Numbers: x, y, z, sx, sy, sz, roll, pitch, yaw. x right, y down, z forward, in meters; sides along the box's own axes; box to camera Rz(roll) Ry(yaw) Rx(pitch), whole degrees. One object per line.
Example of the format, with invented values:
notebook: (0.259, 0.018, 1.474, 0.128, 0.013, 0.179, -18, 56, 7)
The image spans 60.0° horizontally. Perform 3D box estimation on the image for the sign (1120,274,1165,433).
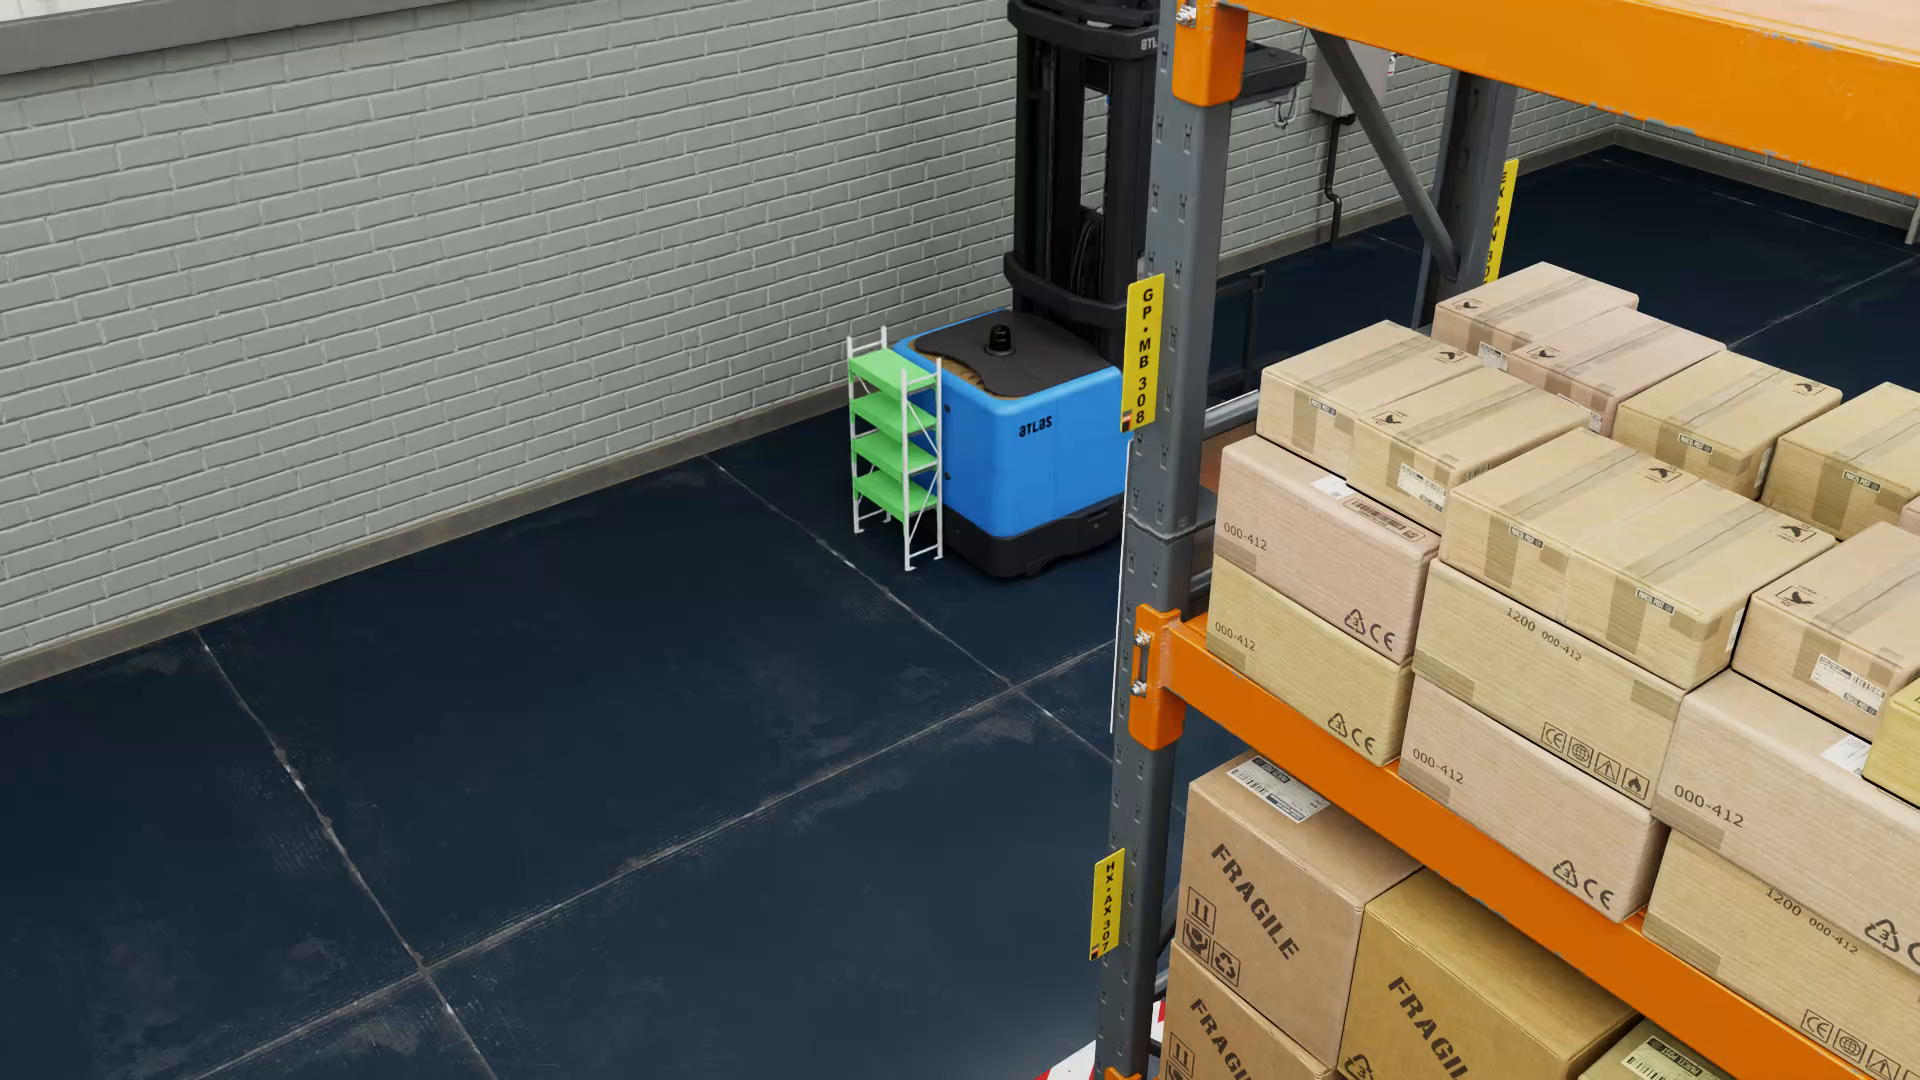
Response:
sign: (0.367, -0.372, 3.334, 0.100, 0.325, 0.005, -22, 38, -31)

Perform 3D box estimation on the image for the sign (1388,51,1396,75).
sign: (3.180, -3.713, 12.475, 0.329, 0.494, 0.001, -22, 38, -31)

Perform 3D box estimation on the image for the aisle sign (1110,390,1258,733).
aisle sign: (0.514, 0.060, 3.846, 0.394, 0.787, 0.004, -22, 38, -31)

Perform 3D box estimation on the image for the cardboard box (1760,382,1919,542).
cardboard box: (1.711, -0.134, 3.071, 0.380, 0.149, 0.250, -22, 38, -31)

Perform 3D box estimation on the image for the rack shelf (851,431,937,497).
rack shelf: (-0.344, -0.427, 8.922, 0.258, 0.148, 0.480, -22, 38, -31)

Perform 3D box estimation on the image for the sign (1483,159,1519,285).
sign: (1.247, -0.723, 3.890, 0.100, 0.325, 0.005, -22, 38, -31)

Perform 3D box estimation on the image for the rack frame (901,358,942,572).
rack frame: (-0.197, -0.379, 8.723, 0.240, 1.200, 0.015, -22, 38, -31)

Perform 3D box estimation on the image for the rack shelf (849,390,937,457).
rack shelf: (-0.344, -0.631, 8.795, 0.258, 0.148, 0.480, -22, 38, -31)

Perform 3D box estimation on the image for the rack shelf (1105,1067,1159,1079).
rack shelf: (2.022, 2.237, 3.487, 1.077, 0.370, 4.000, -22, 38, -31)

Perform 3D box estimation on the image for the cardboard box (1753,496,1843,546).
cardboard box: (1.594, -0.002, 3.236, 0.500, 0.250, 0.500, -23, 39, -33)

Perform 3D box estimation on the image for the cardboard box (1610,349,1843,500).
cardboard box: (1.464, -0.209, 3.192, 0.380, 0.149, 0.250, -24, 39, -33)

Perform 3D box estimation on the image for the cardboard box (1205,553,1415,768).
cardboard box: (0.869, 0.157, 3.453, 0.500, 0.250, 0.500, -21, 37, -30)

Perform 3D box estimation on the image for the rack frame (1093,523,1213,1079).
rack frame: (0.796, 1.098, 4.639, 1.000, 3.000, 0.127, -22, 38, -31)

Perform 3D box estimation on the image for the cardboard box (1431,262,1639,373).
cardboard box: (1.232, -0.451, 3.580, 0.380, 0.149, 0.250, -23, 38, -32)

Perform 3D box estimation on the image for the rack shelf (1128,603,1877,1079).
rack shelf: (2.022, 0.963, 2.695, 1.077, 0.370, 4.000, -22, 38, -31)

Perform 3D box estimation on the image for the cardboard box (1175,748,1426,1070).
cardboard box: (0.861, 0.778, 3.831, 0.500, 0.500, 0.500, -23, 38, -32)

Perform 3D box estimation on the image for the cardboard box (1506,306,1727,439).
cardboard box: (1.323, -0.323, 3.375, 0.380, 0.149, 0.250, -22, 38, -31)

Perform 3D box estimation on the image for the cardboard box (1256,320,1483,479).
cardboard box: (0.815, -0.285, 3.314, 0.380, 0.149, 0.250, -23, 38, -32)

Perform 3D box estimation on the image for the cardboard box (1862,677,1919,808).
cardboard box: (1.542, 0.279, 2.406, 0.380, 0.149, 0.250, -21, 38, -30)

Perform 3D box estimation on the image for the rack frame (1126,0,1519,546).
rack frame: (0.796, -1.450, 3.056, 1.000, 3.000, 0.127, -22, 38, -31)

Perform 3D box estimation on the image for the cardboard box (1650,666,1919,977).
cardboard box: (1.481, 0.374, 2.630, 0.500, 0.250, 0.500, -22, 38, -31)

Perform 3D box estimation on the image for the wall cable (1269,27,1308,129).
wall cable: (2.281, -3.783, 11.535, 0.588, 1.984, 0.122, -22, 38, -31)

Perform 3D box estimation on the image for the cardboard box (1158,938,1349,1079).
cardboard box: (0.853, 1.206, 4.089, 0.500, 0.500, 0.500, -20, 37, -29)

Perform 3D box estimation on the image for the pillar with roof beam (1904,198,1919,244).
pillar with roof beam: (4.221, -4.724, 8.327, 9.100, 9.000, 0.400, -22, 38, -31)

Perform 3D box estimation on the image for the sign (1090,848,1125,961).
sign: (0.367, 0.906, 4.128, 0.100, 0.325, 0.005, -22, 38, -31)

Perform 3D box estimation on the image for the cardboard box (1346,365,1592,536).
cardboard box: (0.957, -0.174, 3.134, 0.380, 0.149, 0.250, -21, 37, -30)

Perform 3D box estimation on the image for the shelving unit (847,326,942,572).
shelving unit: (-0.344, -0.482, 8.888, 0.258, 1.200, 0.503, -22, 38, -31)

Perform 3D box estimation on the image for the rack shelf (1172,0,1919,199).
rack shelf: (2.022, -0.310, 1.905, 1.077, 0.370, 4.000, -22, 38, -31)

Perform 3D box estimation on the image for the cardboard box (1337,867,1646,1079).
cardboard box: (1.176, 0.986, 3.495, 0.500, 0.500, 0.500, -21, 38, -30)

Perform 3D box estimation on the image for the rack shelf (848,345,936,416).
rack shelf: (-0.345, -0.835, 8.669, 0.258, 0.148, 0.480, -22, 38, -31)

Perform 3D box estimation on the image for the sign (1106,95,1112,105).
sign: (1.092, -3.013, 11.001, 0.327, 0.218, 0.001, -22, 38, -31)

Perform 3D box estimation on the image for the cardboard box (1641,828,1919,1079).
cardboard box: (1.515, 0.589, 2.758, 0.500, 0.250, 0.500, -24, 39, -33)

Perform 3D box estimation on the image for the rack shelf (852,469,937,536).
rack shelf: (-0.344, -0.224, 9.049, 0.258, 0.148, 0.480, -22, 38, -31)

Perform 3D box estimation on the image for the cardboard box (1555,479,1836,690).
cardboard box: (1.214, 0.065, 2.750, 0.380, 0.149, 0.250, -22, 38, -31)

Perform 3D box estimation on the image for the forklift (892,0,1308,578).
forklift: (1.100, -1.665, 9.152, 3.031, 2.935, 1.130, -22, 38, -31)

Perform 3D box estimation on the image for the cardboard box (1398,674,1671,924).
cardboard box: (1.189, 0.378, 3.097, 0.500, 0.250, 0.500, -21, 37, -30)

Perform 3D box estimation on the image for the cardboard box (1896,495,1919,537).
cardboard box: (1.819, -0.009, 2.869, 0.380, 0.149, 0.250, -23, 39, -32)

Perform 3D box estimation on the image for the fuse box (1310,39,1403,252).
fuse box: (2.917, -2.959, 12.393, 0.539, 1.711, 0.414, -22, 38, -31)

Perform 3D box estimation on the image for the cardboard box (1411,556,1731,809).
cardboard box: (1.181, 0.159, 2.975, 0.500, 0.250, 0.500, -23, 38, -32)

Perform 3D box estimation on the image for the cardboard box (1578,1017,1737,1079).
cardboard box: (1.477, 1.210, 3.135, 0.500, 0.500, 0.500, -23, 39, -32)

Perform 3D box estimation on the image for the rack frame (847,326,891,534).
rack frame: (-0.492, -0.584, 9.053, 0.240, 1.200, 0.015, -22, 38, -31)

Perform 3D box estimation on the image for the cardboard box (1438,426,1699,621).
cardboard box: (1.066, -0.037, 2.913, 0.380, 0.149, 0.250, -22, 38, -31)

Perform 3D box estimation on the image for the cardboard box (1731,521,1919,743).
cardboard box: (1.455, 0.138, 2.632, 0.380, 0.149, 0.250, -21, 38, -30)

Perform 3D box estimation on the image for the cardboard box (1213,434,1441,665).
cardboard box: (0.866, -0.054, 3.319, 0.500, 0.250, 0.500, -22, 38, -31)
